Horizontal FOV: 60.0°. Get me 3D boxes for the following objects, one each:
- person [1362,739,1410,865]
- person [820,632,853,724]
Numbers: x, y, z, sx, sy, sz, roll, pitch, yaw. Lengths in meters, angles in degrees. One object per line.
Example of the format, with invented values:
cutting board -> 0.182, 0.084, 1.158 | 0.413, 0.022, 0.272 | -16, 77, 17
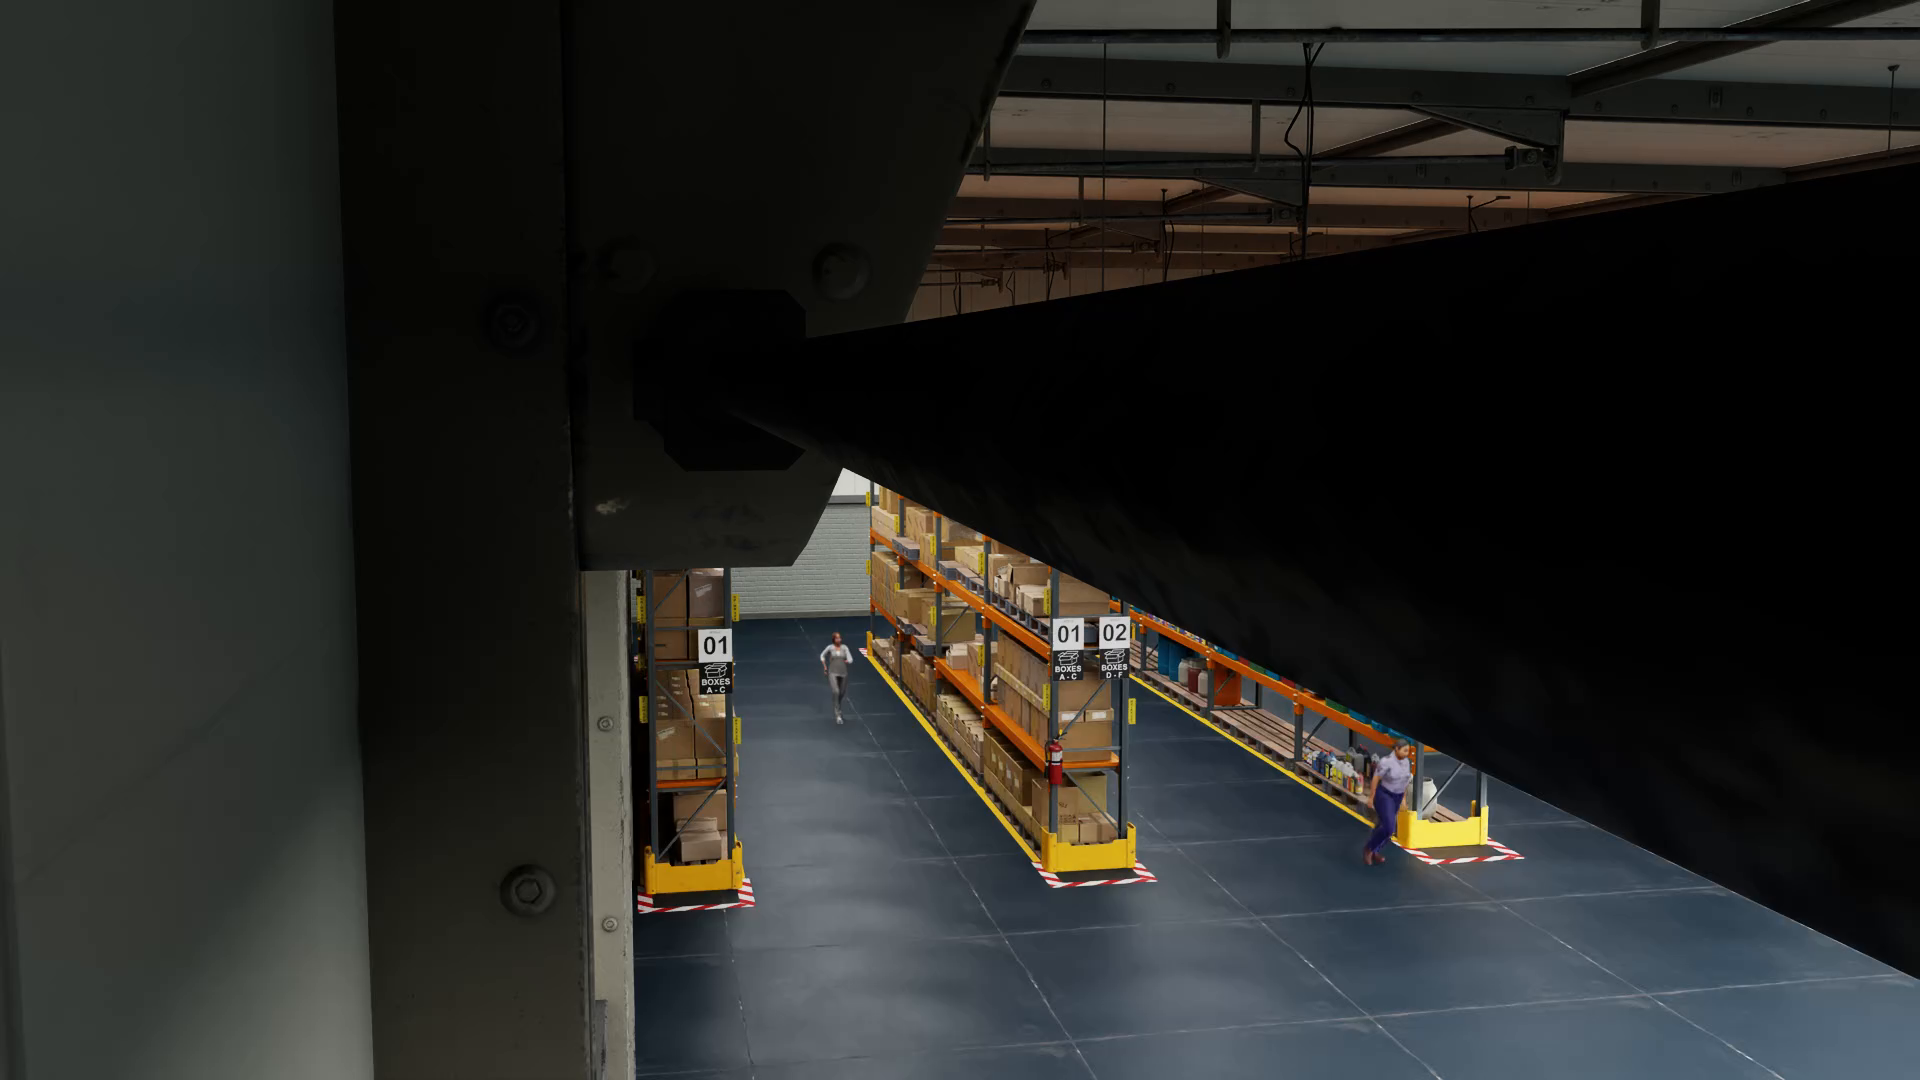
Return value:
person -> 5.410, 3.312, 21.156 | 0.651, 1.594, 0.525 | -4, 7, -34
person -> -2.187, 2.422, 29.645 | 0.540, 1.590, 0.888 | -2, 6, -18
